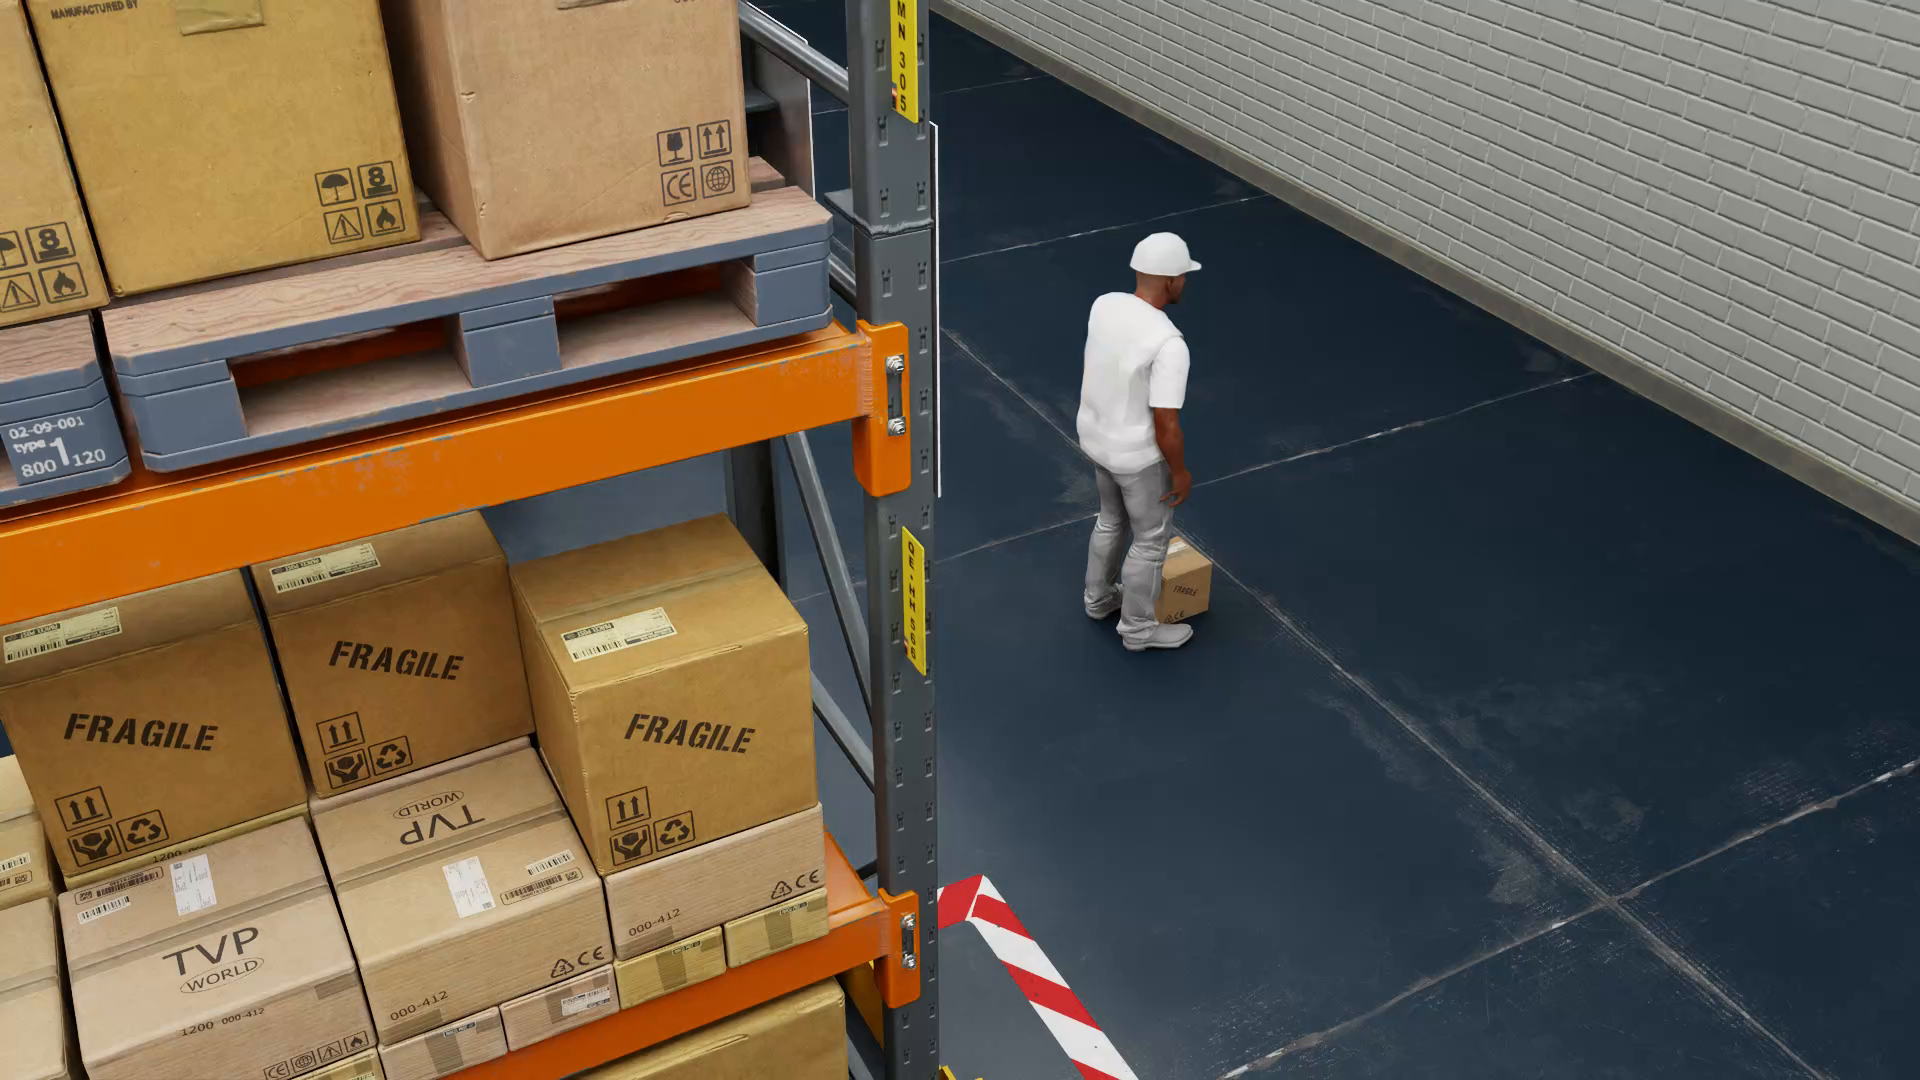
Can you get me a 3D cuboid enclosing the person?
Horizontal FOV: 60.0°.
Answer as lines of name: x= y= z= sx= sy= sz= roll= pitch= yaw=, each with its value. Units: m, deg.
person: x=0.724 y=-0.392 z=6.729 sx=0.461 sy=1.761 sz=0.628 roll=-16 pitch=36 yaw=-23
